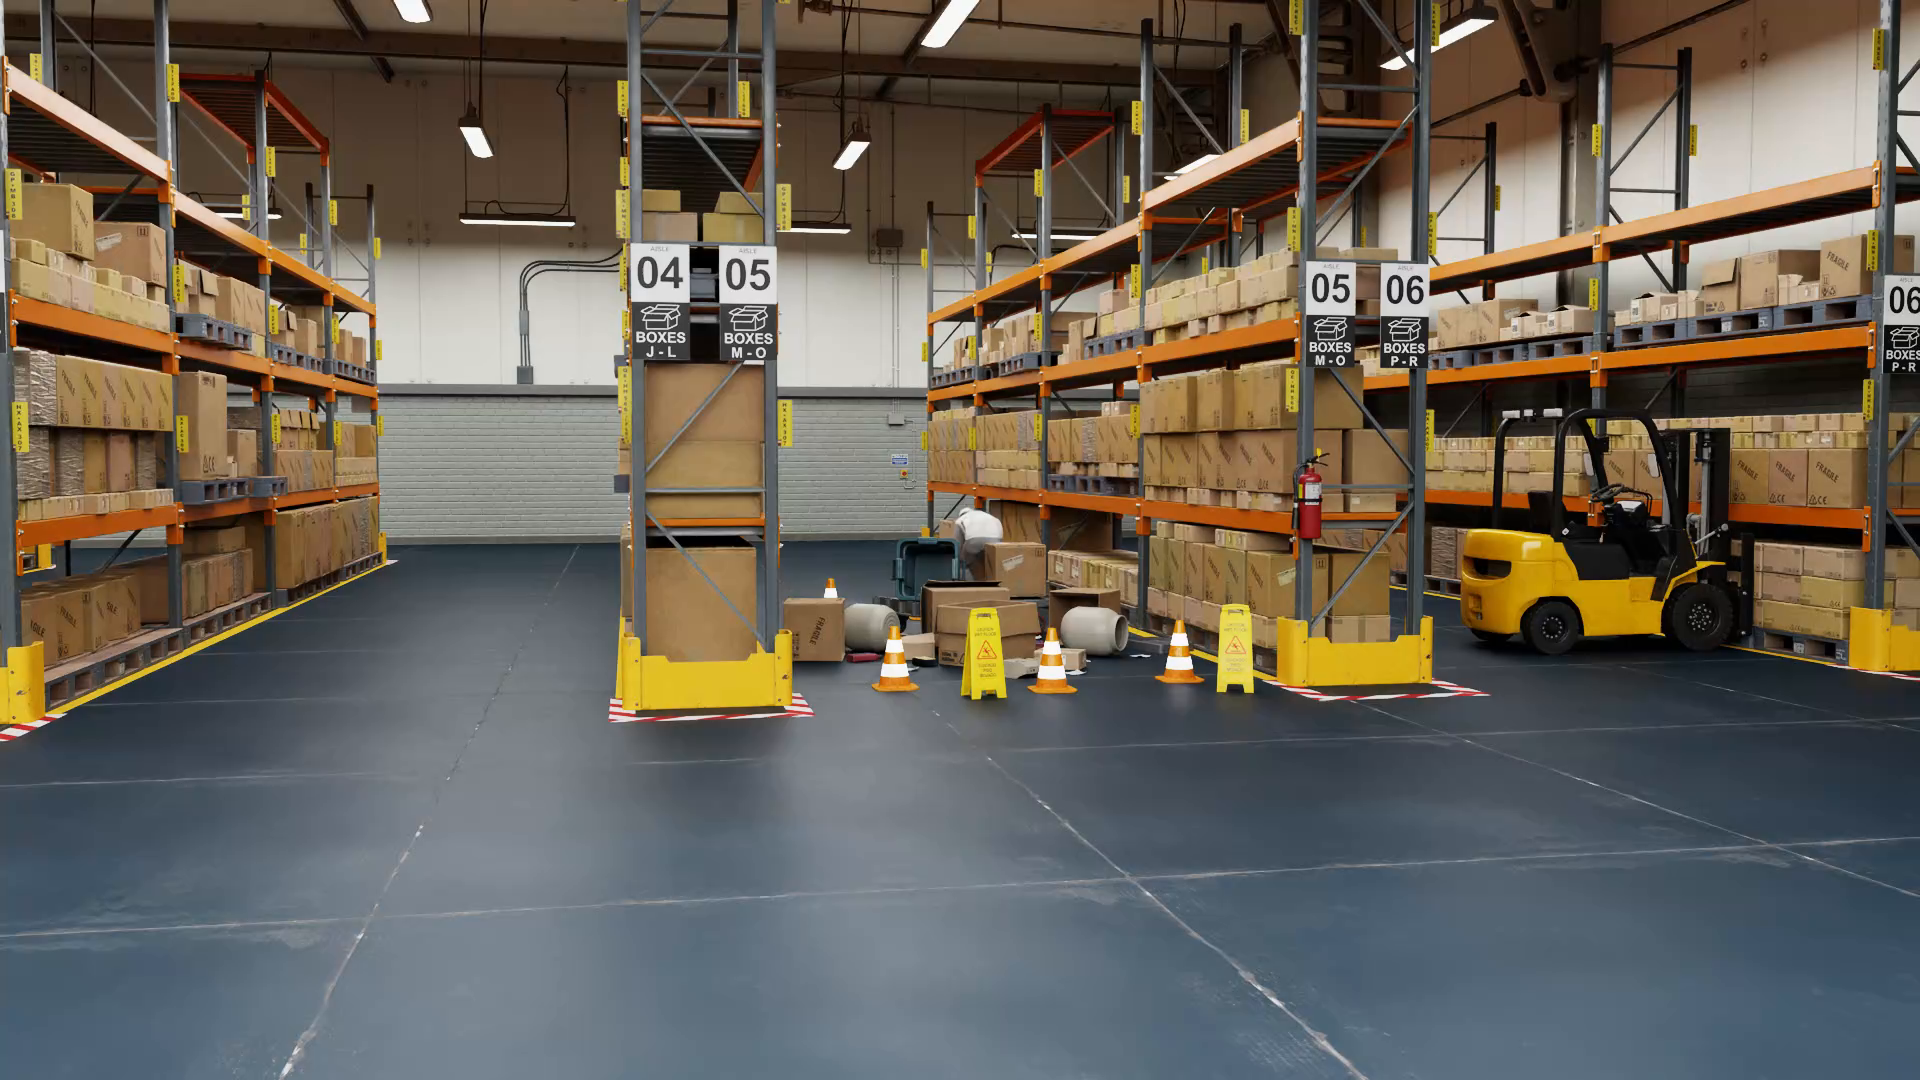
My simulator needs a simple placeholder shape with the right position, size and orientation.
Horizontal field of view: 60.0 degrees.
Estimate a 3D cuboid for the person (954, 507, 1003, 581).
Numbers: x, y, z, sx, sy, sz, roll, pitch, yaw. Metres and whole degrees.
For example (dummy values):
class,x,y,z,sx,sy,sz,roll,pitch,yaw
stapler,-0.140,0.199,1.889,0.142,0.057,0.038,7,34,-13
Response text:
class,x,y,z,sx,sy,sz,roll,pitch,yaw
person,0.195,0.200,19.156,0.486,1.133,0.991,-1,3,-14
